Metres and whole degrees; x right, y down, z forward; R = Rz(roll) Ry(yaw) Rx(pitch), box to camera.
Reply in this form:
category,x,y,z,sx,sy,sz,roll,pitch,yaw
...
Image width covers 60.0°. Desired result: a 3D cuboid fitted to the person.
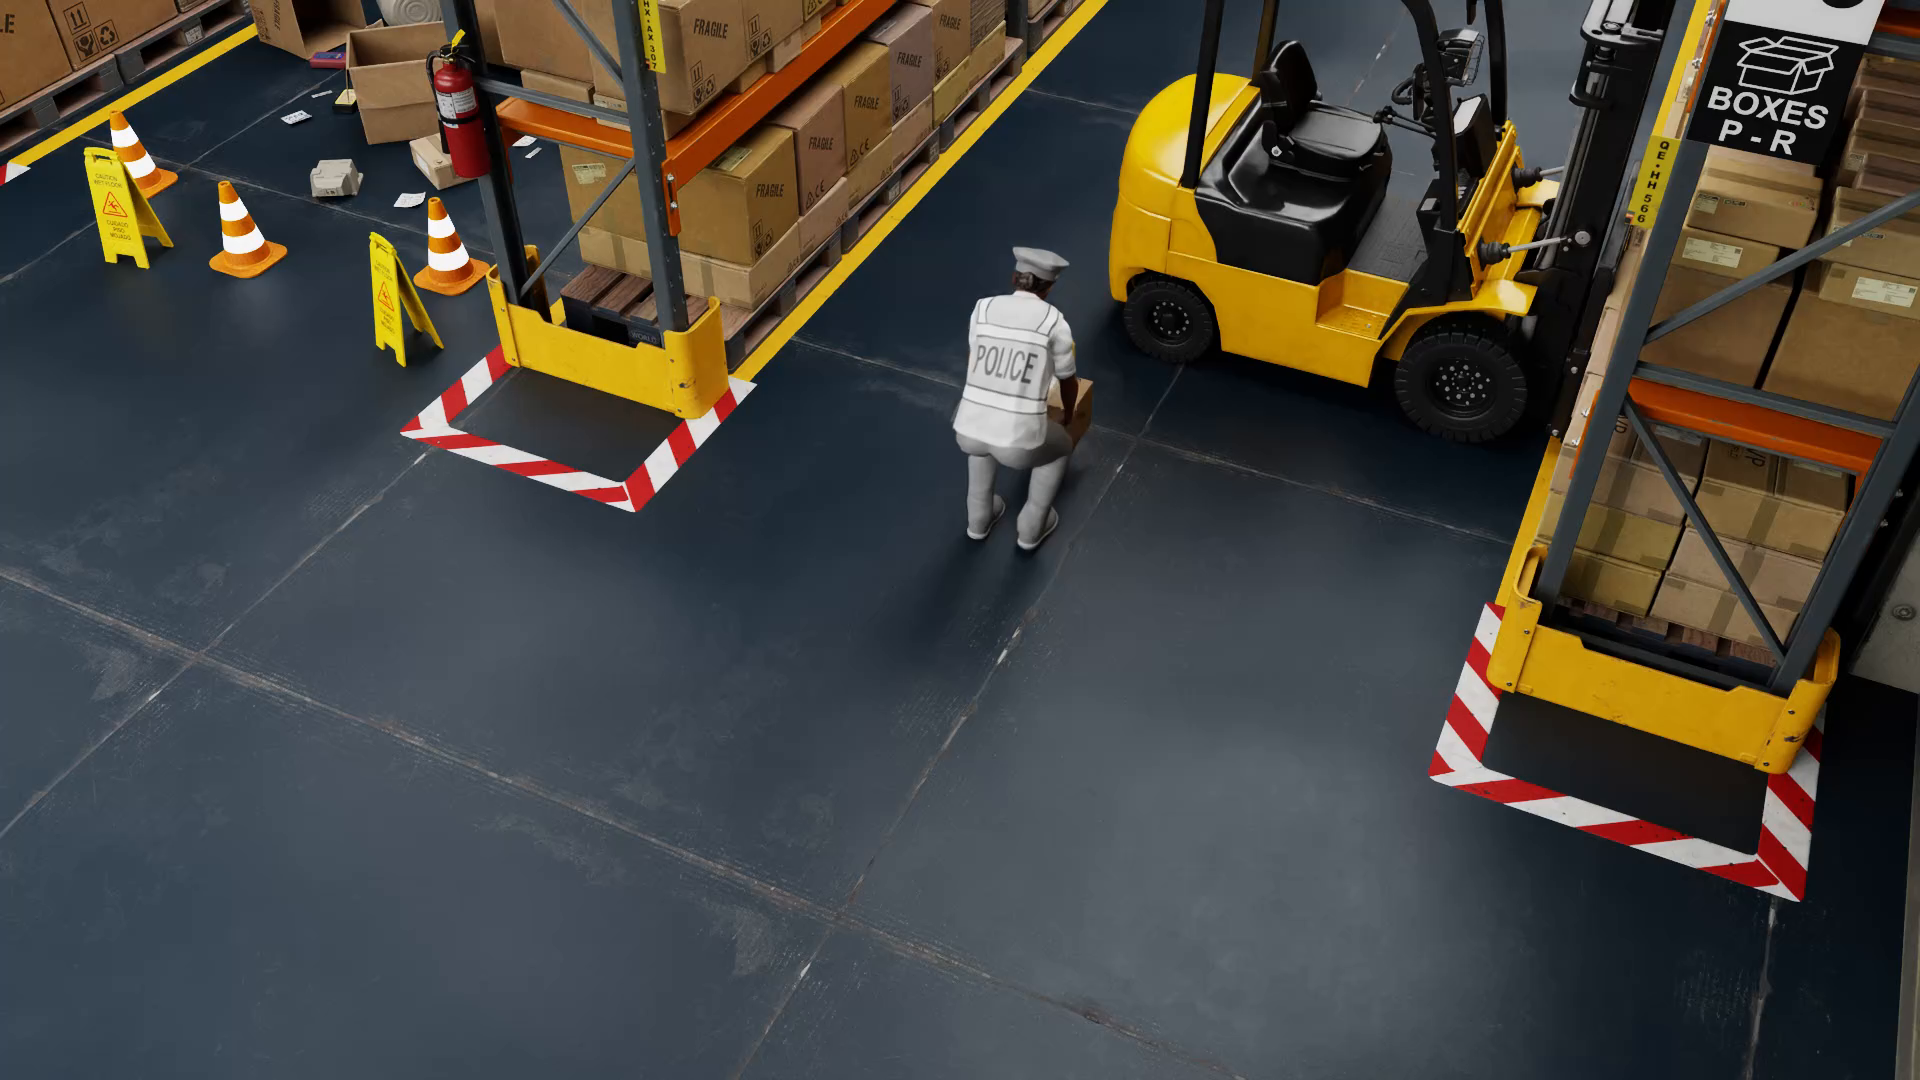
category,x,y,z,sx,sy,sz,roll,pitch,yaw
person,0.244,-0.511,7.179,0.484,1.056,0.830,17,45,18
